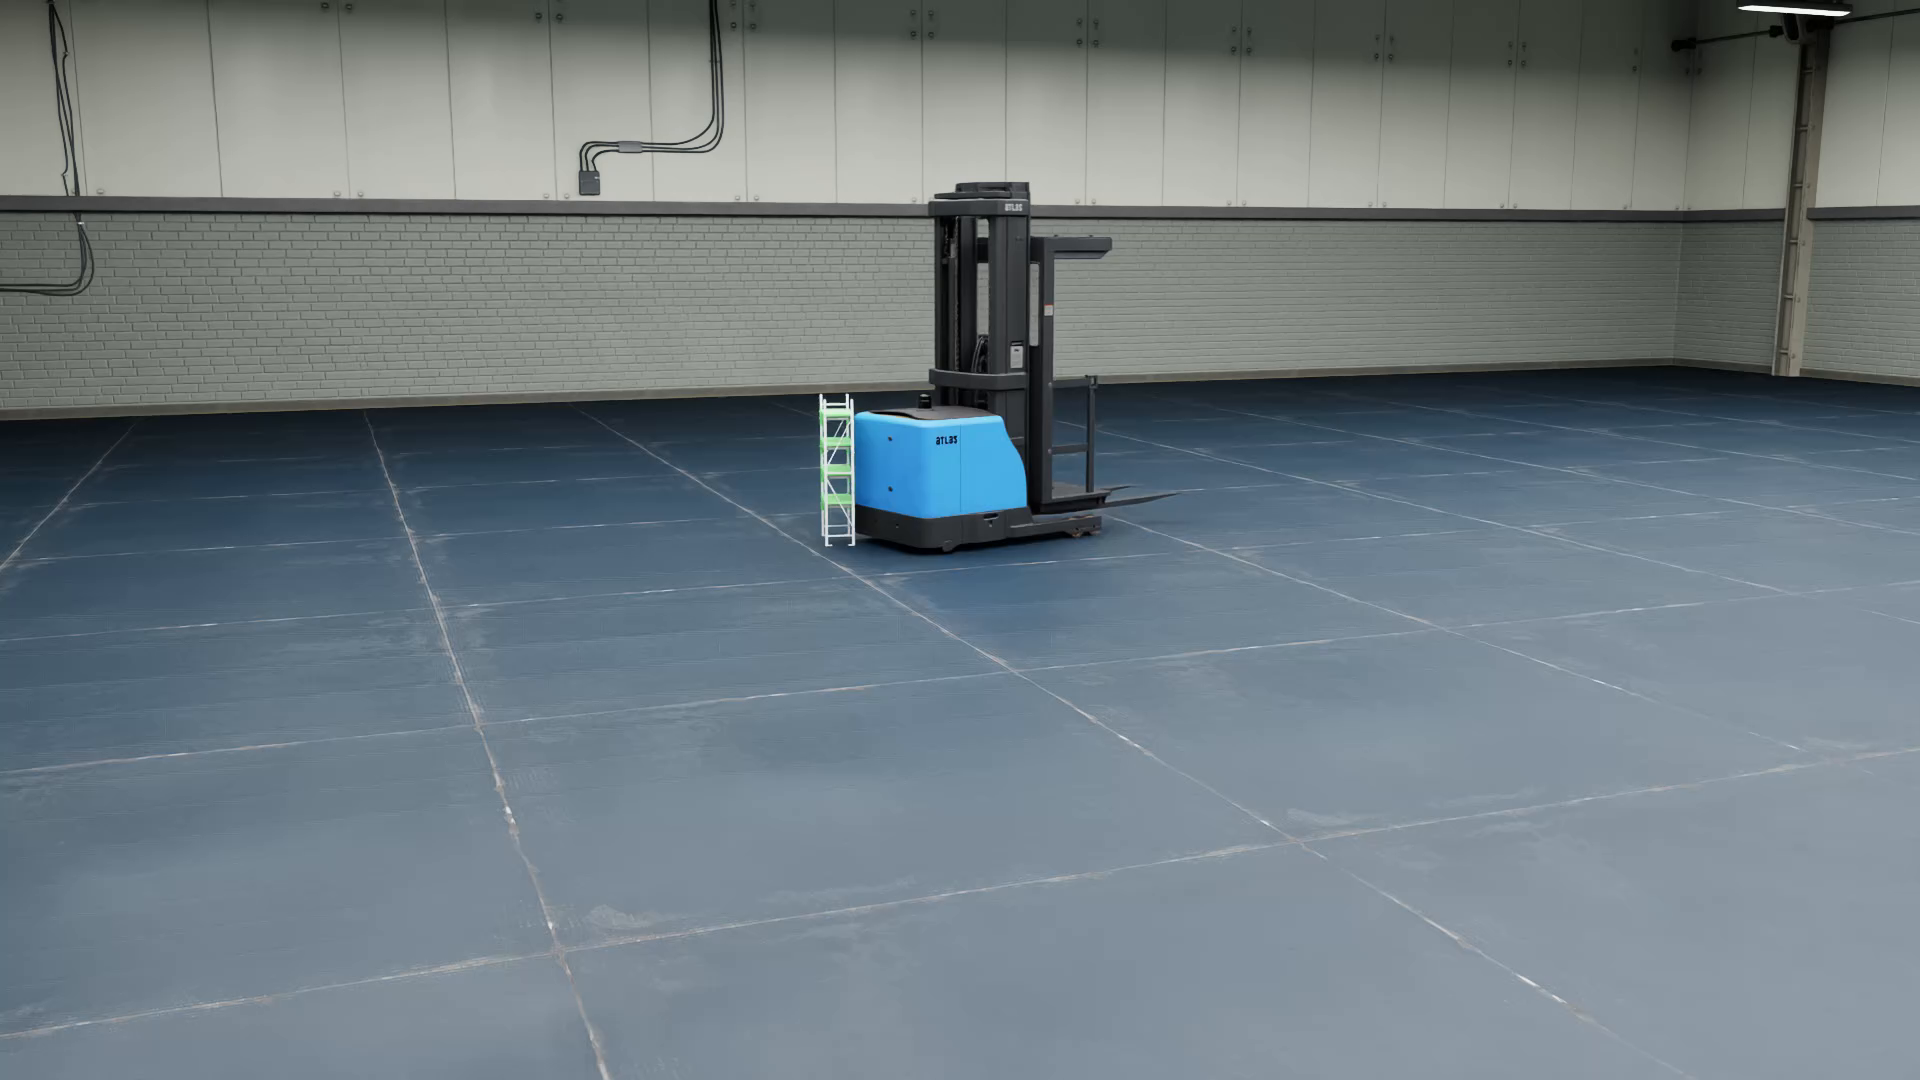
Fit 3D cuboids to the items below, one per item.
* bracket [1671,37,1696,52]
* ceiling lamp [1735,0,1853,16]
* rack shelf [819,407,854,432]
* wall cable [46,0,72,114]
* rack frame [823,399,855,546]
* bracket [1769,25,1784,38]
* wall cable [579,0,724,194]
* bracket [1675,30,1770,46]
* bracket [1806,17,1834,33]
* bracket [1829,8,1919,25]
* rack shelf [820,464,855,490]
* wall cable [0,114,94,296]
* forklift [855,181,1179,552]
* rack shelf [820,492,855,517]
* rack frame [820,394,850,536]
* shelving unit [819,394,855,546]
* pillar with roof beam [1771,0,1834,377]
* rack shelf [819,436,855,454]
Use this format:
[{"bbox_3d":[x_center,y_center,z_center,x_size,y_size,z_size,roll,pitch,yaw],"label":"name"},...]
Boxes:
[{"bbox_3d":[14.213,-9.729,32.644,0.235,0.232,0.430,-4,11,-21],"label":"bracket"},{"bbox_3d":[12.330,-9.453,24.703,2.000,3.185,0.800,-4,11,-21],"label":"ceiling lamp"},{"bbox_3d":[-1.019,-0.996,13.720,0.258,0.148,0.480,-1,10,-8],"label":"rack shelf"},{"bbox_3d":[-11.120,-7.220,23.261,3.097,2.526,0.112,-4,11,-21],"label":"wall cable"},{"bbox_3d":[-0.985,-0.544,13.555,0.240,1.200,0.015,-1,10,-8],"label":"rack frame"},{"bbox_3d":[15.072,-9.343,30.469,0.235,0.232,0.430,-4,11,-21],"label":"bracket"},{"bbox_3d":[-4.787,-8.365,25.541,2.305,6.003,0.169,-4,11,-21],"label":"wall cable"},{"bbox_3d":[14.427,-9.633,32.102,0.076,0.066,3.189,-4,11,-21],"label":"bracket"},{"bbox_3d":[15.372,-9.207,29.707,0.235,0.232,0.430,-4,11,-21],"label":"bracket"},{"bbox_3d":[16.306,-8.787,27.343,0.076,0.066,4.783,-4,11,-21],"label":"bracket"},{"bbox_3d":[-1.019,-0.524,13.804,0.258,0.148,0.480,-1,10,-8],"label":"rack shelf"},{"bbox_3d":[-13.641,-4.562,22.739,3.097,2.526,0.112,-4,11,-21],"label":"wall cable"},{"bbox_3d":[0.591,-1.534,14.173,3.031,2.935,1.130,-8,13,-37],"label":"forklift"},{"bbox_3d":[-1.019,-0.288,13.846,0.258,0.148,0.480,-1,10,-8],"label":"rack shelf"},{"bbox_3d":[-1.054,-0.629,14.030,0.240,1.200,0.015,-1,10,-8],"label":"rack frame"},{"bbox_3d":[-1.019,-0.587,13.793,0.258,1.200,0.503,-1,10,-8],"label":"shelving unit"},{"bbox_3d":[11.540,-7.252,28.994,9.100,9.000,0.548,-4,11,-21],"label":"pillar with roof beam"},{"bbox_3d":[-1.019,-0.760,13.762,0.258,0.148,0.480,-1,10,-8],"label":"rack shelf"}]
